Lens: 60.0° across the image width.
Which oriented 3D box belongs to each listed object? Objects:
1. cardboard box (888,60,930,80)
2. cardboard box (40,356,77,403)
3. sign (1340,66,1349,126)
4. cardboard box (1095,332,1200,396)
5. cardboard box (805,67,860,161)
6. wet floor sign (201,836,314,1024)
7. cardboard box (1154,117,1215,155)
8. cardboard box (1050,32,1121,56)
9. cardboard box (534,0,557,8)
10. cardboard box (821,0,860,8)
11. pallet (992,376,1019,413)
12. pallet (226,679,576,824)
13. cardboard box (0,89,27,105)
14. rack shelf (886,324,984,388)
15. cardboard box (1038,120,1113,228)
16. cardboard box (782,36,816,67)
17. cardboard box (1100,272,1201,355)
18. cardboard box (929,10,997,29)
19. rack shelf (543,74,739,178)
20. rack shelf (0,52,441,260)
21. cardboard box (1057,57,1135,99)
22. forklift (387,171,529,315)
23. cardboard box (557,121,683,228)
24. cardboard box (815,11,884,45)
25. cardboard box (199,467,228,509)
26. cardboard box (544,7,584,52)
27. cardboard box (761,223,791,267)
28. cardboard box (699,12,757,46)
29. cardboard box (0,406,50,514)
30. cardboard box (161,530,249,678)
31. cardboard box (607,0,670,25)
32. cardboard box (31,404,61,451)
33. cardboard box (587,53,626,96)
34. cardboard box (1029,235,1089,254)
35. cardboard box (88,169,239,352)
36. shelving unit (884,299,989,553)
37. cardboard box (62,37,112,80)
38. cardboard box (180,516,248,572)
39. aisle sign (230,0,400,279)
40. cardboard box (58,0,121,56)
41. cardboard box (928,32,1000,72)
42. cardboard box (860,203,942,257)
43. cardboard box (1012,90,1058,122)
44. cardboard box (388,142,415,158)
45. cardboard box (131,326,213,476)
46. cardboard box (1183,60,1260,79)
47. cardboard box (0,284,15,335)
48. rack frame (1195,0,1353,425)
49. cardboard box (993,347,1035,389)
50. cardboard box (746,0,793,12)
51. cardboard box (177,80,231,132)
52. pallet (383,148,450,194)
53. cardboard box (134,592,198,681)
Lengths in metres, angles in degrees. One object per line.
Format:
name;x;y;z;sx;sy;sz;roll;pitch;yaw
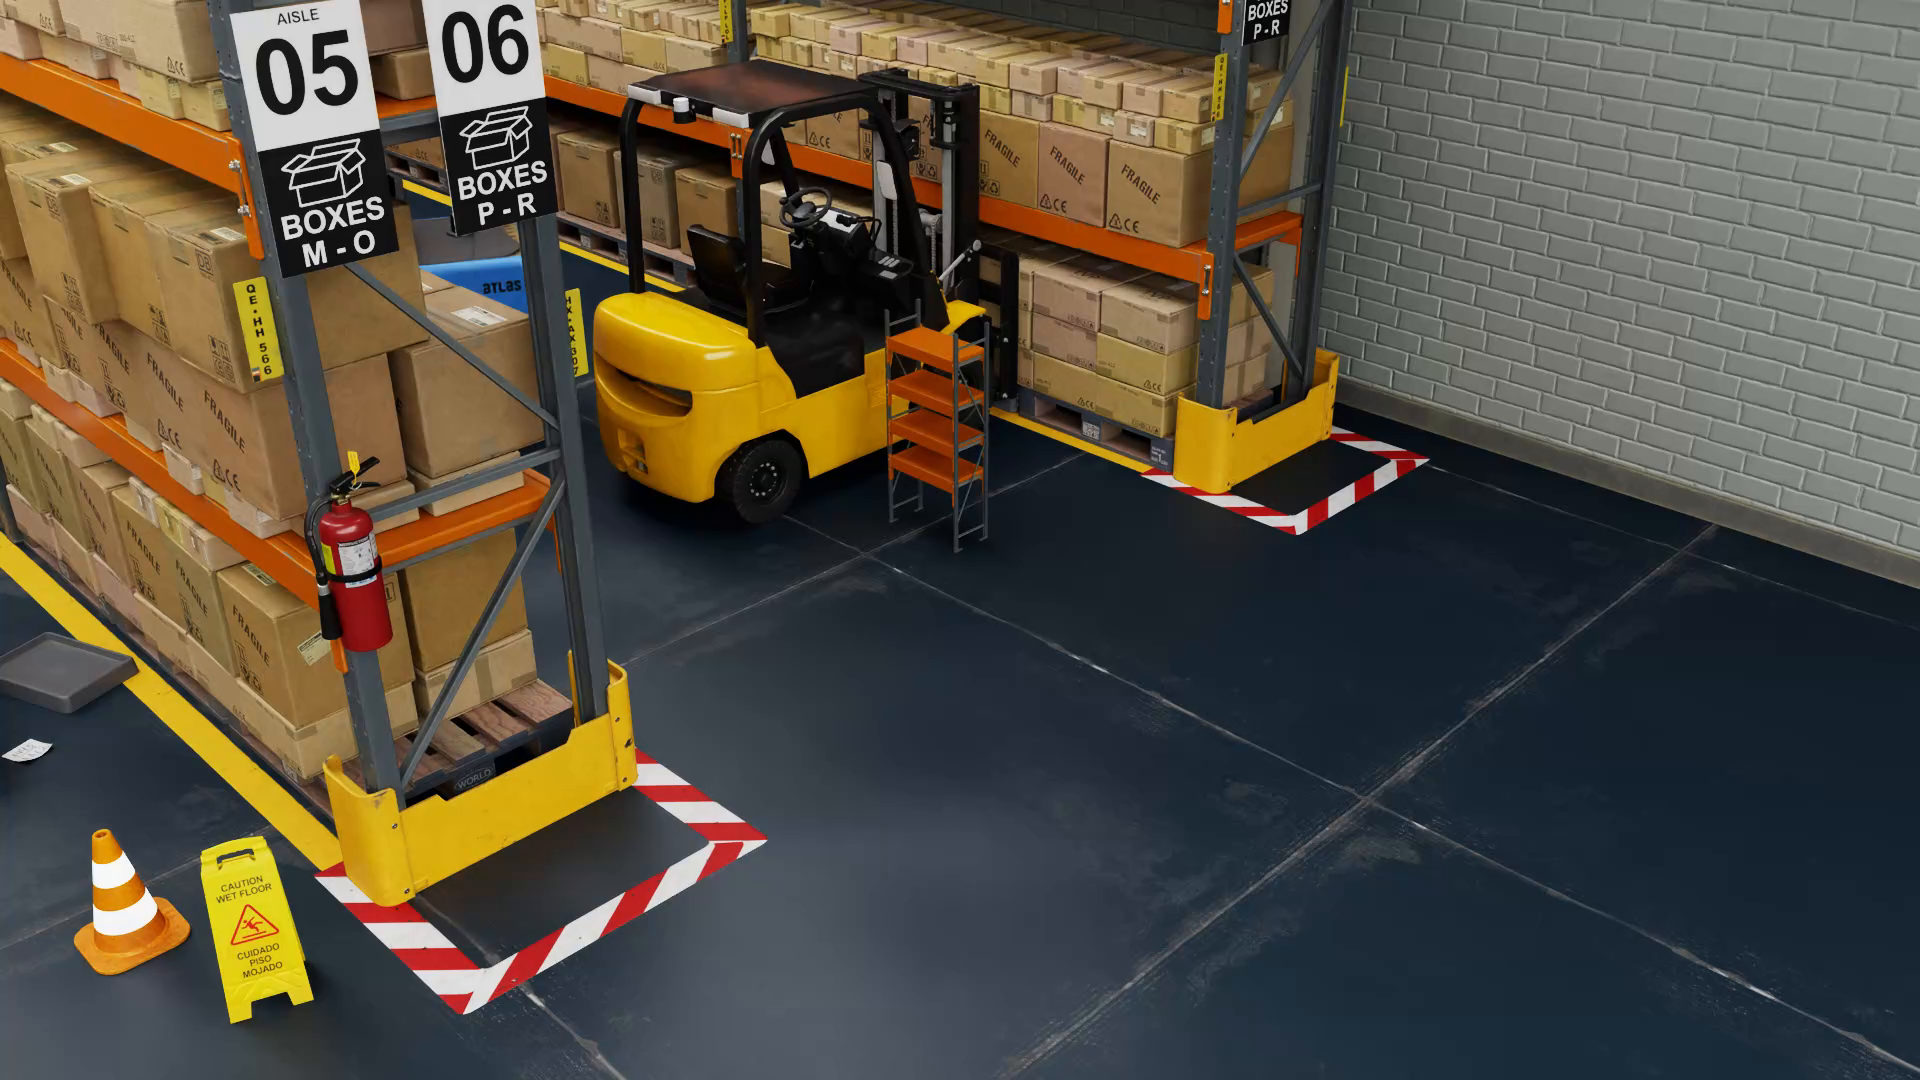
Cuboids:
cardboard box;-0.223;-2.847;10.136;0.250;0.149;0.380;23;36;37
cardboard box;-3.730;-0.744;7.212;0.250;0.149;0.380;25;37;39
sign;2.088;-2.429;9.131;0.005;0.325;0.100;25;36;38
cardboard box;1.128;-1.074;9.535;0.500;0.250;0.500;24;36;38
cardboard box;-0.642;-2.782;10.711;0.500;0.500;0.500;-25;36;-38
wet floor sign;-2.398;1.279;5.624;0.267;0.644;0.232;-13;30;-22
cardboard box;1.251;-2.180;8.869;0.380;0.149;0.250;-25;36;-38
cardboard box;0.754;-2.932;9.979;0.250;0.149;0.380;24;36;37
cardboard box;-3.062;-4.151;12.617;0.380;0.149;0.250;-24;36;-38
cardboard box;-0.719;-3.593;11.236;0.250;0.149;0.380;25;36;38
pallet;0.254;-1.228;10.859;1.213;0.211;1.003;25;36;38
pallet;-2.392;0.752;7.092;1.213;0.211;1.003;25;36;38
cardboard box;-4.125;-1.714;7.286;0.500;0.500;0.700;25;37;39
rack shelf;-0.118;-0.933;8.391;0.480;0.148;0.258;25;36;38
cardboard box;0.796;-2.119;9.449;0.500;0.500;0.500;-24;36;-38
cardboard box;-0.929;-3.190;10.789;0.380;0.149;0.250;-24;36;-38
cardboard box;1.147;-1.287;9.403;0.500;0.250;0.500;-24;36;-38
cardboard box;0.023;-3.263;10.609;0.250;0.149;0.380;24;36;38
rack shelf;-2.584;-3.468;12.895;4.000;0.370;1.077;25;36;38
rack shelf;-3.209;-1.842;6.580;4.000;0.370;1.077;25;36;38
cardboard box;0.762;-2.591;9.331;0.250;0.149;0.380;25;37;39
forklift;-4.005;-1.970;9.348;3.031;2.935;1.130;-9;29;-16
cardboard box;-2.623;-2.935;13.210;0.625;0.625;0.875;23;35;36
cardboard box;-0.701;-3.259;10.600;0.250;0.149;0.380;24;36;37
cardboard box;-2.626;-0.257;6.285;0.250;0.149;0.380;24;36;38
cardboard box;-2.766;-3.869;12.509;0.500;0.250;0.500;-25;36;-38
cardboard box;-1.030;-2.064;11.418;0.500;0.250;0.500;24;36;38
cardboard box;-1.557;-3.503;11.384;0.380;0.149;0.250;-24;36;-38
cardboard box;-4.404;-0.504;8.183;0.500;0.500;0.500;-23;36;-37
cardboard box;-2.912;0.175;6.891;0.500;0.500;0.500;-24;36;-37
cardboard box;-2.315;-3.827;12.000;0.250;0.149;0.380;24;36;37
cardboard box;-3.989;-0.563;7.599;0.380;0.149;0.250;-24;36;-37
cardboard box;-2.396;-3.479;12.305;0.500;0.250;0.500;25;37;39
cardboard box;0.776;-1.788;10.357;0.500;0.250;0.500;24;36;38
cardboard box;-2.656;-1.060;6.042;0.700;0.500;0.500;-25;37;-39
shelving unit;-0.118;-0.585;8.573;0.503;1.200;0.258;25;36;38
cardboard box;-2.945;-1.759;5.919;0.250;0.149;0.380;24;36;38
cardboard box;-2.846;-0.040;6.604;0.380;0.149;0.250;-24;36;-38
aisle sign;-1.942;-1.214;5.043;0.004;0.787;0.394;25;36;38
cardboard box;-2.685;-1.820;5.606;0.500;0.250;0.500;24;36;38
cardboard box;0.026;-2.925;9.965;0.250;0.149;0.380;25;37;39
cardboard box;-0.313;-1.954;10.673;0.500;0.250;0.500;-24;36;-38
cardboard box;0.513;-2.515;9.505;0.250;0.149;0.380;23;36;37
cardboard box;-4.812;-3.752;14.897;0.500;0.500;0.500;24;36;38
cardboard box;-2.717;-0.607;6.254;0.500;0.500;0.500;25;36;38
cardboard box;1.459;-2.580;9.309;0.380;0.149;0.250;-24;36;-38
cardboard box;-4.143;-1.269;7.513;0.500;0.500;0.500;24;36;38
rack frame;1.694;-1.829;9.005;0.127;3.000;1.000;25;36;38
cardboard box;0.439;-1.178;10.270;0.500;0.250;0.500;-25;37;-39
cardboard box;-1.413;-3.756;11.866;0.250;0.149;0.380;23;36;37
cardboard box;-2.234;-1.420;5.275;0.250;0.149;0.380;25;37;39
pallet;-4.516;-3.461;15.105;1.213;0.211;1.003;25;36;38
cardboard box;-3.289;0.336;7.391;0.500;0.250;0.500;23;35;37
